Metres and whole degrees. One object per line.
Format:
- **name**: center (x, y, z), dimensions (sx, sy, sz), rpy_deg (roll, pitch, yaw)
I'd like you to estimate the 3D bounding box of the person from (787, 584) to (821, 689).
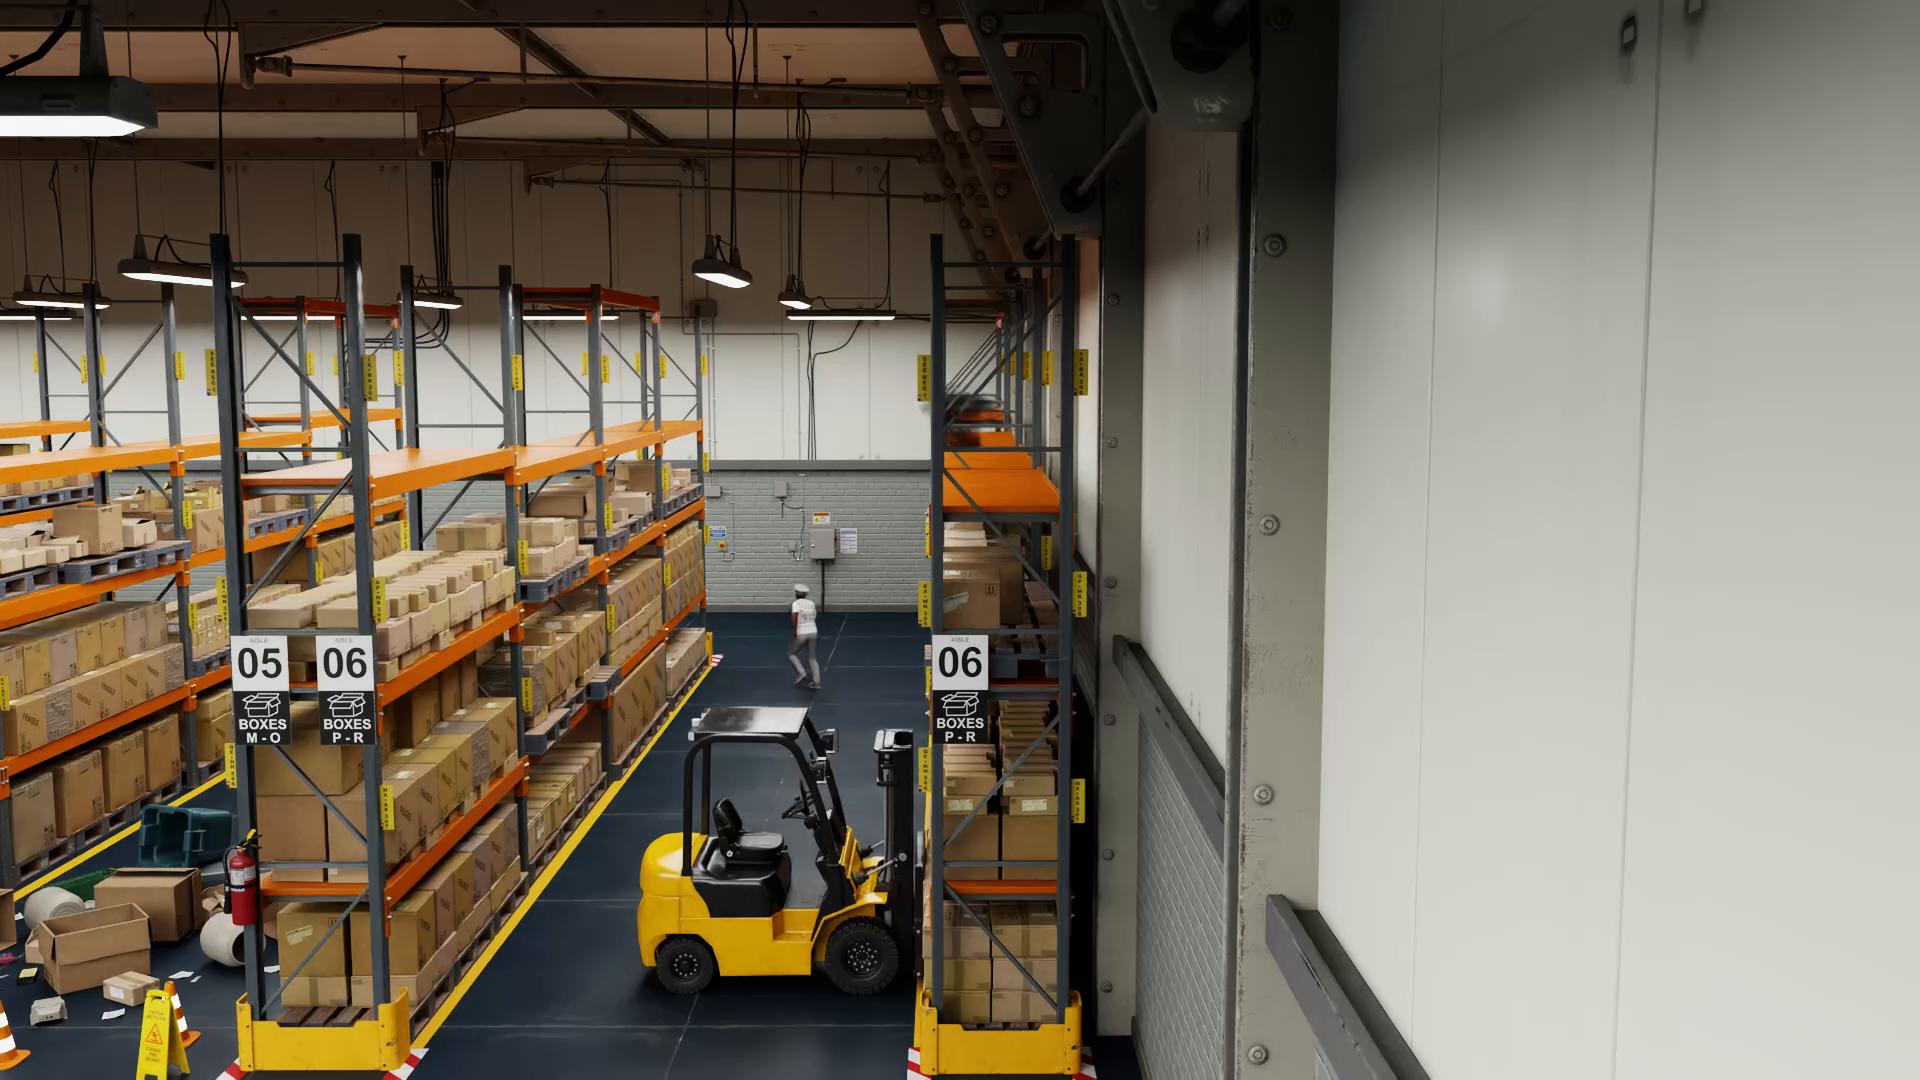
- **person**: center (-2.458, 1.497, 26.048), dimensions (0.567, 1.576, 0.876), rpy_deg (-4, 8, -34)
